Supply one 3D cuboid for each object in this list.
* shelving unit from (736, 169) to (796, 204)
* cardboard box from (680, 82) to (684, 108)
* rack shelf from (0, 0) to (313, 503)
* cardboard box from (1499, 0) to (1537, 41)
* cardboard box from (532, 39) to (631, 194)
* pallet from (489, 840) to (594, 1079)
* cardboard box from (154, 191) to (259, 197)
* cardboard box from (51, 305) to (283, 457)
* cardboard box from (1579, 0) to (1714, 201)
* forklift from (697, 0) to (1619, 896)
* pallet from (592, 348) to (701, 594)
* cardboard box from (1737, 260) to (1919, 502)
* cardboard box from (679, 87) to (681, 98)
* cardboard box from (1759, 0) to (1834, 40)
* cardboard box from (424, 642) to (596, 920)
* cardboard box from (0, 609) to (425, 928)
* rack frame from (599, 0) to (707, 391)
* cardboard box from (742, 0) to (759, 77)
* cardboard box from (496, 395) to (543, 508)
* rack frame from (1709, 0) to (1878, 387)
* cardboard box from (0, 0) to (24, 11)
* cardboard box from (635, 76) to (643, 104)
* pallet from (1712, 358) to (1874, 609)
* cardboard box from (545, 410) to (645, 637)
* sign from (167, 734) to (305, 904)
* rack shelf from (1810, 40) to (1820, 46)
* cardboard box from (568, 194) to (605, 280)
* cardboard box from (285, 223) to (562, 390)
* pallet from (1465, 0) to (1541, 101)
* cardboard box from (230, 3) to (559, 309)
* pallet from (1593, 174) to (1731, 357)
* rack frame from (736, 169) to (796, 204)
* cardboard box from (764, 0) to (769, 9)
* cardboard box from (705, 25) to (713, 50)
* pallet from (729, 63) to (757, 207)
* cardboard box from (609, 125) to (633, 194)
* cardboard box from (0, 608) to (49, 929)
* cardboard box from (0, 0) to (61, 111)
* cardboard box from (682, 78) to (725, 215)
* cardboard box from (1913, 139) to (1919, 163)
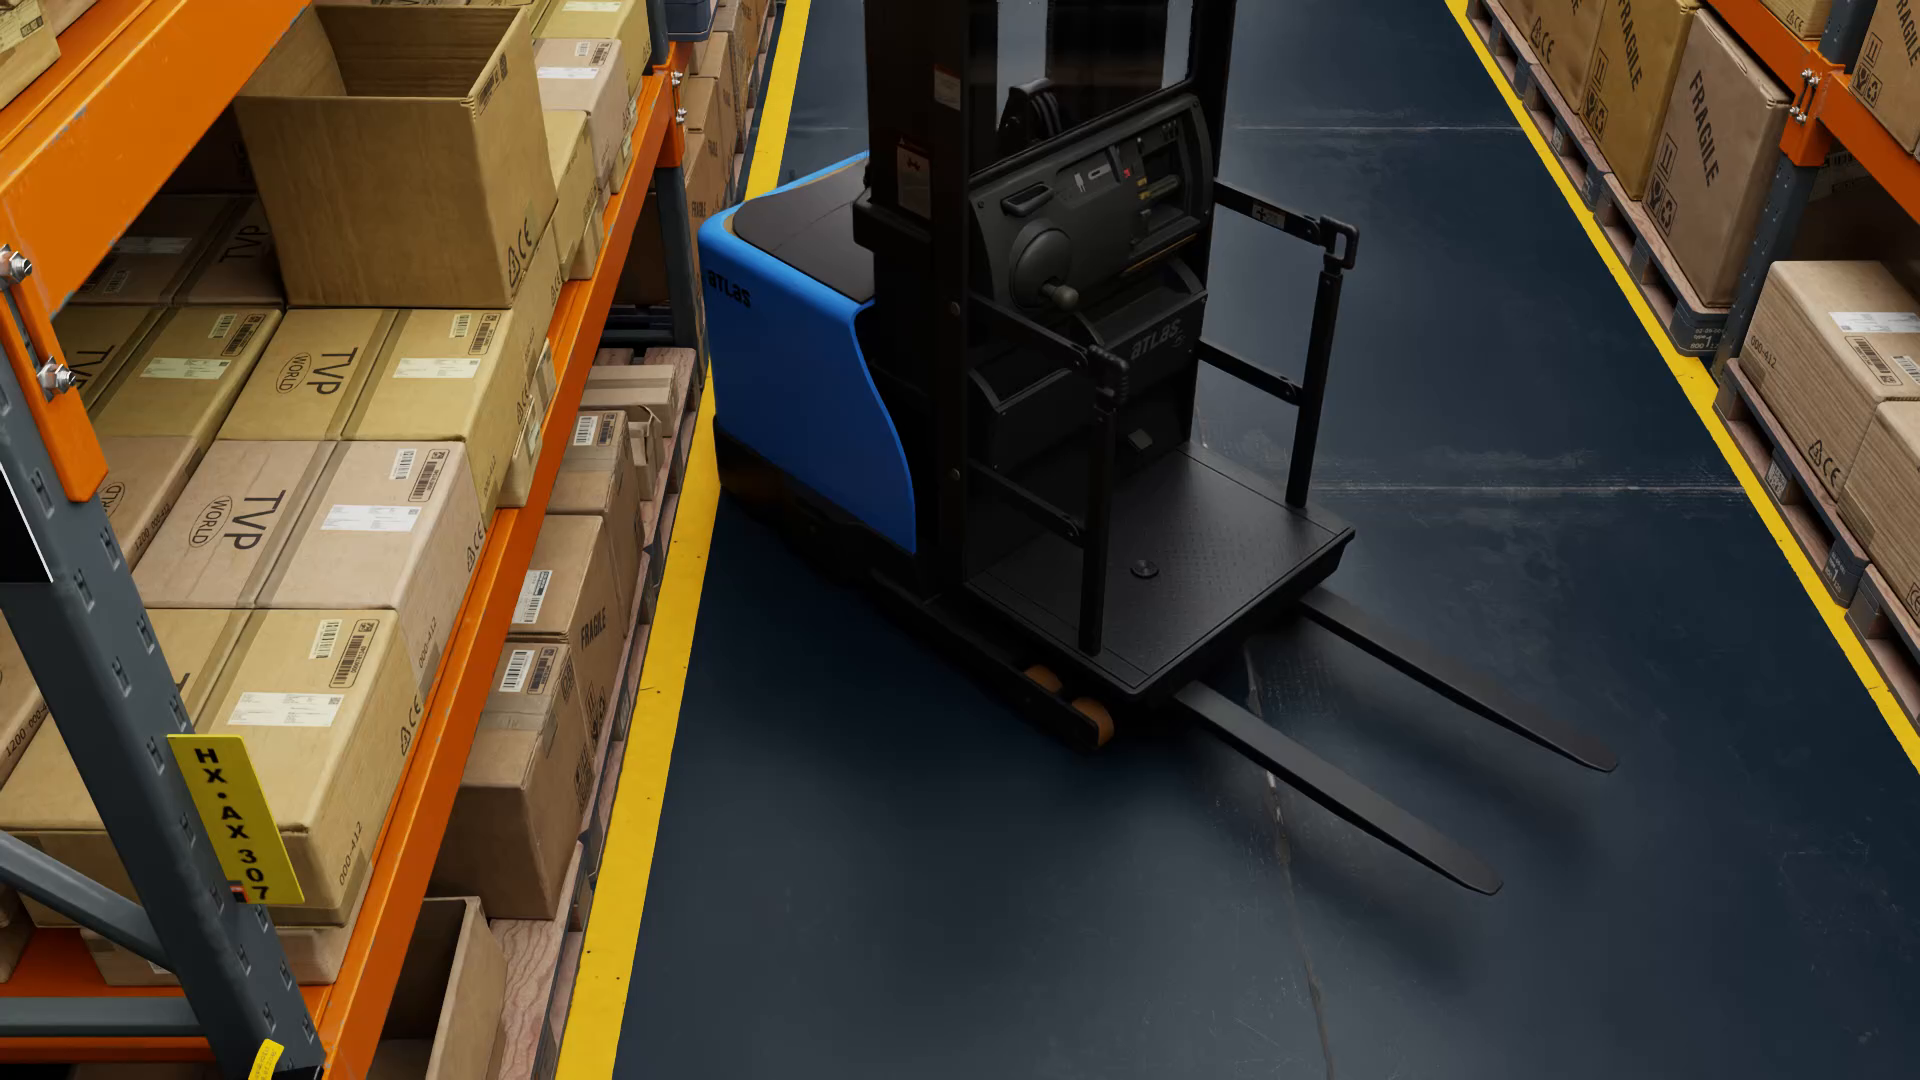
[{"bbox_3d":[-0.607,-0.873,6.106,0.258,0.900,0.210,-24,39,-27],"label":"shelving unit"},{"bbox_3d":[-1.325,-1.790,6.729,0.380,0.149,0.250,-2,39,-2],"label":"cardboard box"},{"bbox_3d":[-1.499,-1.429,3.311,1.077,0.370,4.000,0,39,0],"label":"rack shelf"},{"bbox_3d":[3.375,-3.200,8.708,0.875,0.875,0.875,0,39,0],"label":"cardboard box"},{"bbox_3d":[-1.242,-1.216,4.751,0.500,0.250,0.500,0,39,0],"label":"cardboard box"},{"bbox_3d":[-1.499,1.254,4.017,1.003,0.211,1.213,0,39,0],"label":"pallet"},{"bbox_3d":[-1.765,-0.901,4.358,0.500,0.250,0.500,1,39,1],"label":"cardboard box"},{"bbox_3d":[-1.758,-0.266,3.565,0.500,0.250,0.500,1,39,1],"label":"cardboard box"},{"bbox_3d":[3.373,-2.083,7.314,0.875,0.875,0.875,1,39,1],"label":"cardboard box"},{"bbox_3d":[0.534,-0.879,4.503,1.130,2.935,3.031,-32,48,-33],"label":"forklift"},{"bbox_3d":[-1.502,-0.272,5.921,1.003,0.211,1.213,0,39,0],"label":"pallet"},{"bbox_3d":[3.355,-0.567,5.772,0.875,0.438,0.875,-1,39,-1],"label":"cardboard box"},{"bbox_3d":[-1.284,-1.735,6.422,0.380,0.149,0.250,-2,39,-2],"label":"cardboard box"},{"bbox_3d":[3.209,-2.018,5.989,0.500,0.250,0.500,-1,39,-1],"label":"cardboard box"},{"bbox_3d":[-1.365,0.606,4.258,0.700,0.500,0.500,1,39,2],"label":"cardboard box"},{"bbox_3d":[-1.228,0.370,2.772,0.500,0.250,0.500,0,39,0],"label":"cardboard box"},{"bbox_3d":[-1.502,-1.790,5.585,1.000,3.000,0.127,0,39,0],"label":"rack frame"},{"bbox_3d":[-1.297,-2.575,8.228,0.500,0.500,0.500,2,39,2],"label":"cardboard box"},{"bbox_3d":[-1.175,-0.202,3.804,0.380,0.149,0.250,-1,39,-1],"label":"cardboard box"},{"bbox_3d":[3.462,-1.796,5.592,1.000,3.000,0.127,0,39,0],"label":"rack frame"},{"bbox_3d":[-1.224,-0.794,1.826,0.500,0.250,0.500,0,39,-1],"label":"cardboard box"},{"bbox_3d":[-1.249,-1.493,5.415,0.380,0.149,0.250,0,39,1],"label":"cardboard box"},{"bbox_3d":[3.385,-0.232,5.871,1.003,0.211,1.213,0,39,0],"label":"pallet"},{"bbox_3d":[-1.366,-0.043,5.068,0.700,0.500,0.500,-1,39,-2],"label":"cardboard box"},{"bbox_3d":[-0.954,0.373,2.193,0.100,0.325,0.005,0,39,0],"label":"sign"},{"bbox_3d":[3.460,-2.842,7.317,0.919,0.124,3.809,0,39,0],"label":"rack shelf"},{"bbox_3d":[-1.201,-0.844,4.605,0.380,0.149,0.250,-1,39,-1],"label":"cardboard box"},{"bbox_3d":[-1.255,-0.582,3.960,0.500,0.250,0.500,-1,39,-1],"label":"cardboard box"},{"bbox_3d":[3.383,-2.716,8.970,1.003,0.211,1.213,0,39,0],"label":"pallet"},{"bbox_3d":[-1.230,-0.861,3.708,0.500,0.500,0.500,1,39,1],"label":"cardboard box"},{"bbox_3d":[3.386,-1.190,7.066,1.003,0.211,1.213,0,39,0],"label":"pallet"},{"bbox_3d":[-0.666,-0.916,6.176,0.240,0.900,0.006,-24,39,-27],"label":"rack frame"},{"bbox_3d":[-1.291,-3.216,9.027,0.500,0.500,0.500,1,39,1],"label":"cardboard box"},{"bbox_3d":[-1.300,-2.273,7.332,0.380,0.149,0.250,1,39,2],"label":"cardboard box"},{"bbox_3d":[-1.545,-1.975,8.046,1.003,0.211,1.213,0,39,0],"label":"pallet"},{"bbox_3d":[-1.202,-1.167,5.009,0.380,0.149,0.250,1,39,1],"label":"cardboard box"},{"bbox_3d":[-1.763,0.366,2.776,0.500,0.250,0.500,1,39,1],"label":"cardboard box"},{"bbox_3d":[-1.265,-0.561,1.853,0.380,0.149,0.250,1,39,1],"label":"cardboard box"},{"bbox_3d":[-1.288,-1.614,7.029,0.500,0.500,0.500,-1,39,-1],"label":"cardboard box"},{"bbox_3d":[3.197,-1.227,4.802,0.500,0.500,0.500,0,39,0],"label":"cardboard box"}]
